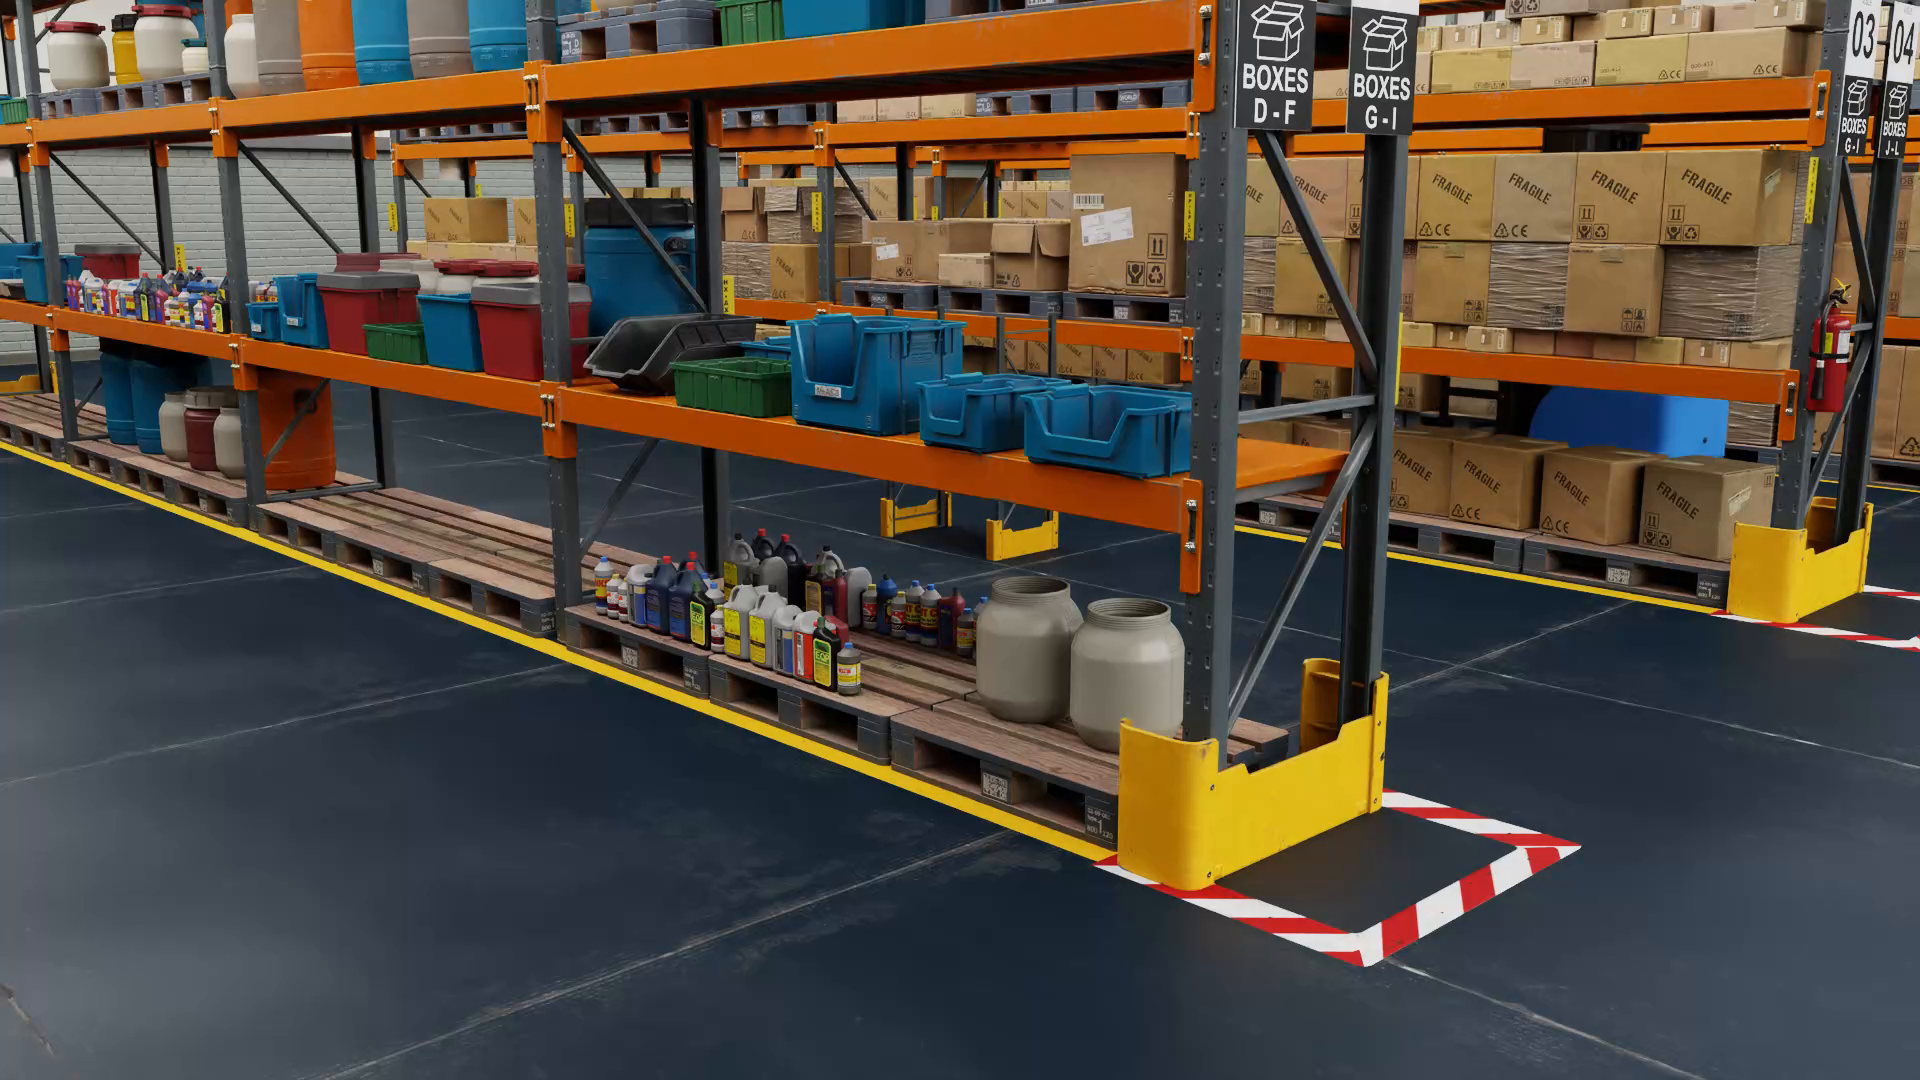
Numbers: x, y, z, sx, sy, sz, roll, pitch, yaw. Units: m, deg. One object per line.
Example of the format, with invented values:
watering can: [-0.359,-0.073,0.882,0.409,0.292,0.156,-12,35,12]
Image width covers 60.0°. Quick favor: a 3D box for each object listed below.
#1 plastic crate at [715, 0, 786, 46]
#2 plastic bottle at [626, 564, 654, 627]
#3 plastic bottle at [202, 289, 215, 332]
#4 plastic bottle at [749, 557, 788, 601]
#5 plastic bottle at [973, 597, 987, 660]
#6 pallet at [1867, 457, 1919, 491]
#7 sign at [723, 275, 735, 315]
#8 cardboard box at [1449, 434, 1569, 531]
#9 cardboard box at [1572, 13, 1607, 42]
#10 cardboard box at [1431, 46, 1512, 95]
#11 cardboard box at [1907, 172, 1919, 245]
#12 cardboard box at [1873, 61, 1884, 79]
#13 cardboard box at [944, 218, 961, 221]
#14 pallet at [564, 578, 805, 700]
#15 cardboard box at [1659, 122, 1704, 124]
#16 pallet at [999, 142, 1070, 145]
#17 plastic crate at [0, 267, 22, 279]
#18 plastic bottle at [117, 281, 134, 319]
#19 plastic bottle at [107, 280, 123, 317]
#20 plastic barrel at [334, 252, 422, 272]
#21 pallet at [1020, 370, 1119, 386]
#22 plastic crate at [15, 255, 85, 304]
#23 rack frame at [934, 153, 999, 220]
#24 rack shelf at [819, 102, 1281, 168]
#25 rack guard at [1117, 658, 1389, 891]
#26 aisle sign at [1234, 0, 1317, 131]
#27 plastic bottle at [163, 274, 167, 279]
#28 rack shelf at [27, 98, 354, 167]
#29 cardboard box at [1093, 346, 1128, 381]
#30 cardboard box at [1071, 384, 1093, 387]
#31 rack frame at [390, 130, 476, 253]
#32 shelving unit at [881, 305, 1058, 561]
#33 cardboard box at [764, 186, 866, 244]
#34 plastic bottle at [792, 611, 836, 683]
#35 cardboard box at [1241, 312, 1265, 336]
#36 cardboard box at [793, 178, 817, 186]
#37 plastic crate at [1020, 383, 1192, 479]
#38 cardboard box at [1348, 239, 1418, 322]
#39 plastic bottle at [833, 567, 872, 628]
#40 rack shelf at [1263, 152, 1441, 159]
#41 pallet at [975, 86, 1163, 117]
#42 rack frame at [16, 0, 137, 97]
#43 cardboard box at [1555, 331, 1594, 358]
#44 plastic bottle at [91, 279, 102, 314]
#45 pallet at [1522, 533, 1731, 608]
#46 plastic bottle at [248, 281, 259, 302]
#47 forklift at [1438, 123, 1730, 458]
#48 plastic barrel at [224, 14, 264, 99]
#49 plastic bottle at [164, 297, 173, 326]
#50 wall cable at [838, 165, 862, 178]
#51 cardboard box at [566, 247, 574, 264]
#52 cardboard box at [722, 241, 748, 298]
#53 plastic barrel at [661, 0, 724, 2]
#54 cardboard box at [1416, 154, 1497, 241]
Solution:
plastic crate: [-0.738,-2.109,6.805,0.336,0.188,0.450,-11,16,-43]
plastic bottle: [-1.485,0.258,7.886,0.152,0.276,0.135,-10,15,-41]
plastic bottle: [-5.141,-1.572,11.395,0.061,0.283,0.133,-11,16,-43]
plastic bottle: [-0.935,0.213,8.104,0.152,0.276,0.135,-11,16,-43]
plastic bottle: [0.104,0.385,7.281,0.097,0.271,0.097,0,12,0]
pallet: [7.762,-0.535,12.983,1.003,0.211,1.213,-11,16,-43]
sign: [-1.226,-1.222,8.725,0.100,0.325,0.005,-11,16,-43]
cardboard box: [3.438,-0.369,10.425,0.500,0.500,0.500,-9,15,-37]
cardboard box: [3.661,-2.872,9.367,0.380,0.149,0.250,-11,16,-42]
cardboard box: [3.151,-2.770,9.860,0.500,0.250,0.500,-11,16,-44]
cardboard box: [7.696,-2.524,12.680,0.875,0.550,0.550,-11,16,-43]
cardboard box: [7.019,-3.582,12.765,0.380,0.149,0.250,-11,16,-42]
cardboard box: [0.023,-3.798,20.021,0.380,0.149,0.250,-10,15,-40]
pallet: [-1.198,0.458,8.166,1.003,0.211,1.213,-11,16,-43]
cardboard box: [8.265,-4.824,18.789,0.500,0.250,0.500,-11,16,-42]
pallet: [1.151,-4.667,19.163,1.213,0.211,1.003,-11,16,-43]
plastic crate: [-8.869,-2.393,15.357,0.416,0.233,0.300,-11,16,-43]
plastic bottle: [-6.312,-1.829,12.662,0.152,0.276,0.135,-11,16,-43]
plastic bottle: [-6.472,-1.863,12.826,0.152,0.276,0.135,-11,16,-43]
plastic barrel: [-3.854,-1.637,11.084,0.600,0.536,0.708,-11,16,-43]
pallet: [1.469,-1.889,19.555,1.003,0.211,1.213,-11,16,-43]
plastic crate: [-7.725,-2.221,14.151,0.392,0.384,0.575,-11,16,-43]
rack frame: [0.083,-3.546,20.689,1.000,3.000,0.127,-11,16,-43]
rack shelf: [0.570,-3.111,12.925,1.077,0.370,4.000,-11,16,-43]
rack guard: [1.045,0.792,5.829,1.175,0.500,0.348,-11,16,-43]
aisle sign: [0.966,-1.649,5.041,0.394,0.787,0.004,-11,16,-43]
plastic bottle: [-6.650,-2.106,14.007,0.152,0.276,0.135,-11,16,-43]
rack shelf: [-5.775,-3.004,12.408,1.077,0.370,4.000,-11,16,-43]
cardboard box: [1.846,-2.079,18.725,0.500,0.500,0.500,-10,15,-40]
cardboard box: [0.840,-0.940,13.142,0.500,0.500,0.700,10,15,40]
rack frame: [-6.336,-3.453,20.239,1.000,3.000,0.127,-11,16,-43]
shelving unit: [0.053,-0.723,10.706,0.587,1.500,1.083,-11,16,-43]
cardboard box: [-1.304,-2.935,14.989,0.797,0.503,0.637,-10,15,-41]
plastic bottle: [-0.608,0.443,6.987,0.152,0.276,0.135,-11,16,-42]
cardboard box: [2.045,-1.467,11.222,0.380,0.149,0.250,-11,16,-43]
cardboard box: [-1.865,-4.560,22.147,0.500,0.500,0.500,-11,16,-44]
plastic crate: [0.569,-0.386,5.722,0.499,0.251,0.616,-11,16,-43]
cardboard box: [2.955,-1.685,10.674,0.875,0.500,0.500,-11,16,-43]
plastic bottle: [-0.513,0.260,7.875,0.152,0.276,0.135,-11,16,-42]
rack shelf: [4.975,-5.075,22.461,1.077,0.370,4.000,-11,16,-43]
pallet: [0.883,-3.335,12.697,1.213,0.211,1.003,-11,16,-43]
rack frame: [-7.156,-5.118,13.450,1.000,3.000,0.127,-11,16,-43]
cardboard box: [3.681,-1.155,9.705,0.380,0.149,0.250,-11,16,-43]
plastic bottle: [-6.799,-1.921,13.123,0.097,0.271,0.097,0,12,0]
pallet: [4.125,0.113,9.840,1.003,0.211,1.213,-11,16,-43]
plastic bottle: [-5.416,-1.845,12.742,0.152,0.276,0.135,-11,16,-43]
forklift: [4.261,-1.874,12.746,1.130,2.935,3.031,-11,16,-42]
plastic barrel: [-4.401,-3.031,10.481,0.421,0.512,0.421,0,12,0]
plastic bottle: [-5.678,-1.650,11.980,0.097,0.201,0.097,0,12,0]
wall cable: [-2.062,-6.351,31.785,0.588,1.984,0.122,-11,16,-43]
cardboard box: [-4.068,-2.970,17.526,0.500,0.250,0.500,-11,16,-44]
cardboard box: [-2.032,-2.521,15.467,0.500,0.500,0.500,11,16,43]
plastic barrel: [-1.021,-2.772,7.215,0.600,0.901,0.708,-11,16,-43]
cardboard box: [3.123,-2.068,10.052,0.500,0.500,0.500,-11,16,-43]
